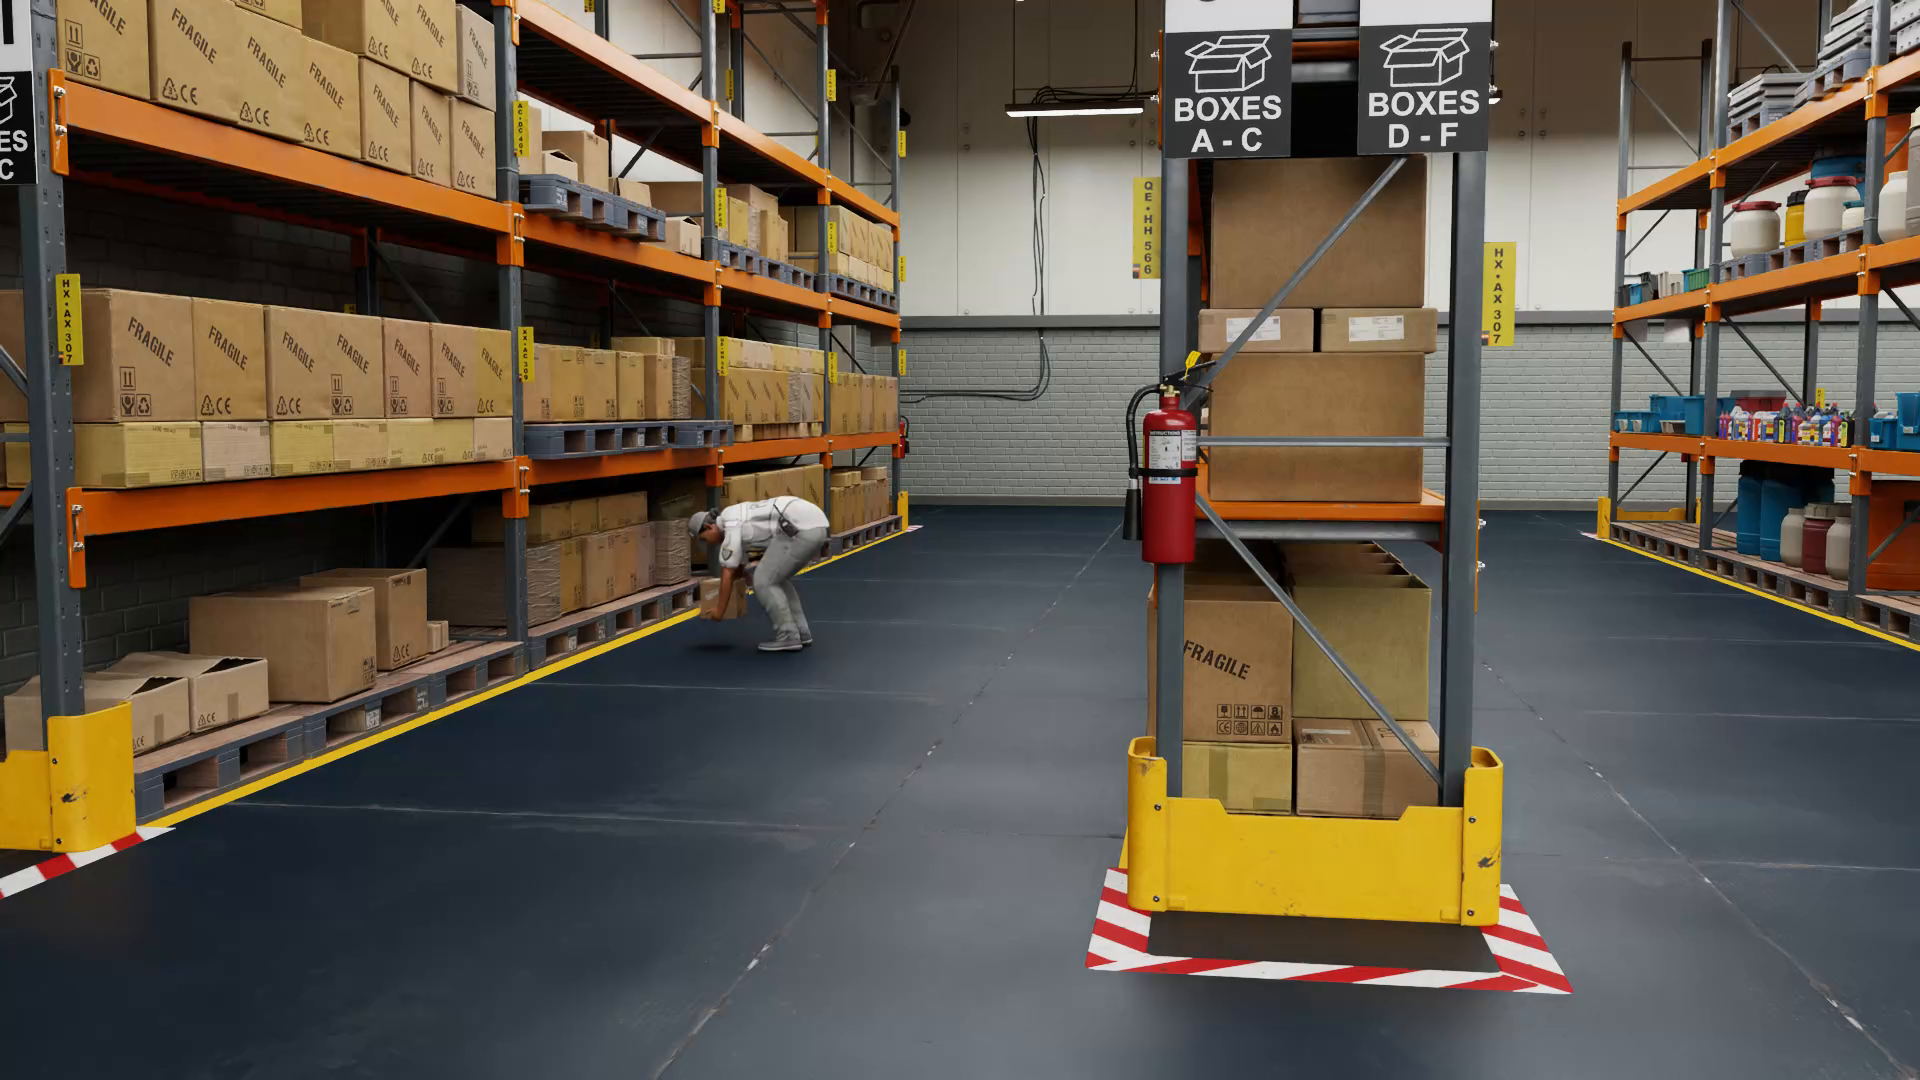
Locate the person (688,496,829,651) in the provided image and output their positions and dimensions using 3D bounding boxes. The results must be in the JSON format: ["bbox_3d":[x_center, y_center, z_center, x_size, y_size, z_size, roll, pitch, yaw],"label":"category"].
[{"bbox_3d":[-1.360,0.218,11.190,0.951,1.025,0.492,0,5,6],"label":"person"}]
